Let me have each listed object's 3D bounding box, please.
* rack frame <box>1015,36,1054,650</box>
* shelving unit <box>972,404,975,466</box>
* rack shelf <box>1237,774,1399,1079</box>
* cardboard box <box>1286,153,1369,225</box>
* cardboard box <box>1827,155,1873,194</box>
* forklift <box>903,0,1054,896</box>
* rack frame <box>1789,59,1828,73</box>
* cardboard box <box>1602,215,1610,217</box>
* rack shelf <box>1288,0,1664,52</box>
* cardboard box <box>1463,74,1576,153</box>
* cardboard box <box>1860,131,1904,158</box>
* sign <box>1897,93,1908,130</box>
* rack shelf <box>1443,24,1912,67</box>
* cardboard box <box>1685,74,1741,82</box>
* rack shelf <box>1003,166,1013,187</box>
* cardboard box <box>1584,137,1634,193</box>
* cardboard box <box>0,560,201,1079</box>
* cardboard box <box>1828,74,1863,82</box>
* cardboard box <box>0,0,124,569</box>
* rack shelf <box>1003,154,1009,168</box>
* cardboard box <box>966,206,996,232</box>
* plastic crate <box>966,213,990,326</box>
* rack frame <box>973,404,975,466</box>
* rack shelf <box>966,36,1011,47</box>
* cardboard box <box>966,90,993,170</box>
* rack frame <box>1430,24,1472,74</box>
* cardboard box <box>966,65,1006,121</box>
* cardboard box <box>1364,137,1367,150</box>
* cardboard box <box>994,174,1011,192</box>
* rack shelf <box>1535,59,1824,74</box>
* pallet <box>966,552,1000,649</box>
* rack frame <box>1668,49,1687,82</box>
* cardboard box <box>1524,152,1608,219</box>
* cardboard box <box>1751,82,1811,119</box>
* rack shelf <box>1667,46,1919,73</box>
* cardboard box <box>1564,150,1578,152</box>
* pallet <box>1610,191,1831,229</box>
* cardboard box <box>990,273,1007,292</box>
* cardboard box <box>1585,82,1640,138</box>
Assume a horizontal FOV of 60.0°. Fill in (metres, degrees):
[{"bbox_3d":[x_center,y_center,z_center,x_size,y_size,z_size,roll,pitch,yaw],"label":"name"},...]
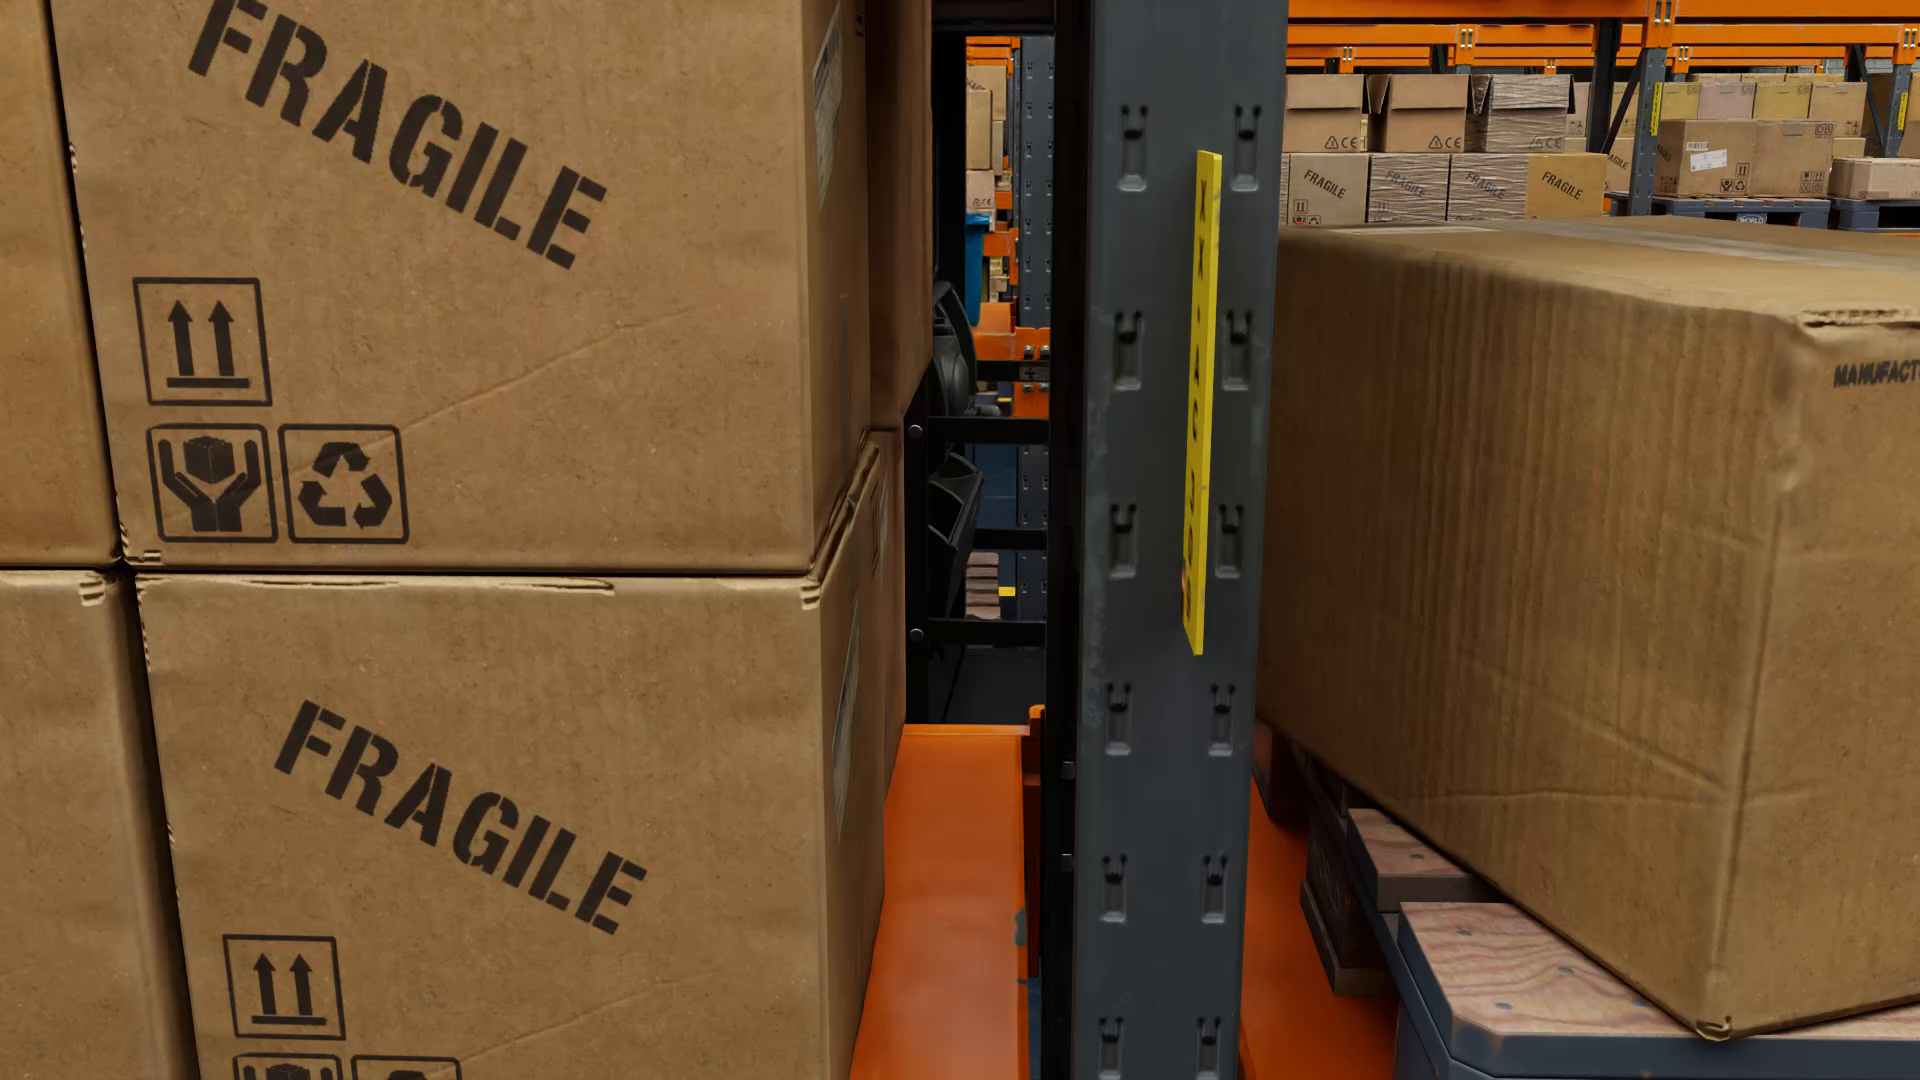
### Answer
[{"bbox_3d":[0.296,-1.074,6.533,0.127,3.000,1.000,0,15,1],"label":"rack frame"},{"bbox_3d":[-0.054,-0.508,8.207,0.252,1.050,0.215,0,15,1],"label":"shelving unit"},{"bbox_3d":[2.165,0.550,1.787,4.000,0.370,1.077,0,15,1],"label":"rack shelf"},{"bbox_3d":[2.396,-2.311,11.022,0.500,0.500,0.500,1,15,2],"label":"cardboard box"},{"bbox_3d":[6.095,-2.508,11.405,0.258,0.266,0.396,0,15,0],"label":"cardboard box"},{"bbox_3d":[0.167,-0.568,4.745,3.031,2.935,1.130,1,15,5],"label":"forklift"},{"bbox_3d":[12.795,-6.053,25.401,0.127,3.000,1.000,0,15,1],"label":"rack frame"},{"bbox_3d":[9.779,-4.865,25.467,0.500,0.250,0.500,0,15,0],"label":"cardboard box"},{"bbox_3d":[2.422,-3.427,10.980,4.000,0.370,1.077,0,15,1],"label":"rack shelf"},{"bbox_3d":[3.691,-2.854,11.114,0.637,0.503,0.797,1,15,3],"label":"cardboard box"},{"bbox_3d":[9.017,-3.623,15.898,0.550,0.550,0.875,0,15,1],"label":"cardboard box"},{"bbox_3d":[8.644,-3.933,15.252,0.005,0.325,0.100,0,15,1],"label":"sign"},{"bbox_3d":[6.648,-4.665,15.673,4.000,0.370,1.077,0,15,1],"label":"rack shelf"},{"bbox_3d":[9.107,-5.430,20.303,0.500,0.500,0.700,0,15,1],"label":"cardboard box"},{"bbox_3d":[-1.324,-4.530,21.040,4.000,0.370,1.077,0,15,1],"label":"rack shelf"},{"bbox_3d":[6.103,-3.546,15.706,0.500,0.500,0.500,0,15,1],"label":"cardboard box"},{"bbox_3d":[-0.856,0.200,1.508,0.500,0.500,0.500,1,15,3],"label":"cardboard box"},{"bbox_3d":[10.642,-5.431,20.306,0.500,0.500,0.700,0,15,1],"label":"cardboard box"},{"bbox_3d":[-0.859,-0.283,1.377,0.500,0.500,0.500,0,15,0],"label":"cardboard box"},{"bbox_3d":[-1.201,-5.796,25.838,4.000,0.370,1.077,0,15,1],"label":"rack shelf"},{"bbox_3d":[0.109,-2.135,11.043,0.250,0.149,0.380,0,15,2],"label":"cardboard box"},{"bbox_3d":[-0.179,-1.012,6.209,0.575,0.384,0.392,0,15,1],"label":"plastic crate"},{"bbox_3d":[0.068,-0.507,8.204,0.008,1.050,0.200,0,15,1],"label":"rack frame"},{"bbox_3d":[-1.349,-4.717,15.870,4.000,0.370,1.077,0,15,1],"label":"rack shelf"},{"bbox_3d":[-0.044,-2.706,10.959,0.500,0.500,0.500,1,15,3],"label":"cardboard box"},{"bbox_3d":[4.649,-3.576,16.013,0.127,3.000,1.000,0,15,1],"label":"rack frame"},{"bbox_3d":[0.173,-4.212,15.684,0.500,0.500,0.500,0,15,-1],"label":"cardboard box"},{"bbox_3d":[3.877,-3.690,15.531,0.250,0.149,0.380,1,15,4],"label":"cardboard box"},{"bbox_3d":[0.359,-3.423,15.925,0.250,0.149,0.380,0,15,1],"label":"cardboard box"},{"bbox_3d":[10.795,-7.168,25.159,4.000,0.370,1.077,0,15,1],"label":"rack shelf"},{"bbox_3d":[-0.440,0.279,6.869,1.213,0.211,1.003,0,15,1],"label":"pallet"},{"bbox_3d":[8.673,-4.813,20.702,0.127,3.000,1.000,0,15,1],"label":"rack frame"},{"bbox_3d":[3.922,-2.300,10.981,0.500,0.500,0.500,1,15,3],"label":"cardboard box"},{"bbox_3d":[7.637,-4.086,15.791,0.500,0.500,0.700,0,15,0],"label":"cardboard box"},{"bbox_3d":[10.672,-5.902,20.361,4.000,0.370,1.077,0,15,1],"label":"rack shelf"},{"bbox_3d":[3.942,-2.432,11.484,0.500,0.500,0.500,1,15,3],"label":"cardboard box"},{"bbox_3d":[5.136,-2.241,11.331,1.003,0.211,1.213,0,15,1],"label":"pallet"},{"bbox_3d":[0.327,-2.491,16.085,0.250,0.149,0.380,1,15,3],"label":"cardboard box"},{"bbox_3d":[6.116,-4.096,15.830,0.500,0.500,0.700,0,15,1],"label":"cardboard box"}]
